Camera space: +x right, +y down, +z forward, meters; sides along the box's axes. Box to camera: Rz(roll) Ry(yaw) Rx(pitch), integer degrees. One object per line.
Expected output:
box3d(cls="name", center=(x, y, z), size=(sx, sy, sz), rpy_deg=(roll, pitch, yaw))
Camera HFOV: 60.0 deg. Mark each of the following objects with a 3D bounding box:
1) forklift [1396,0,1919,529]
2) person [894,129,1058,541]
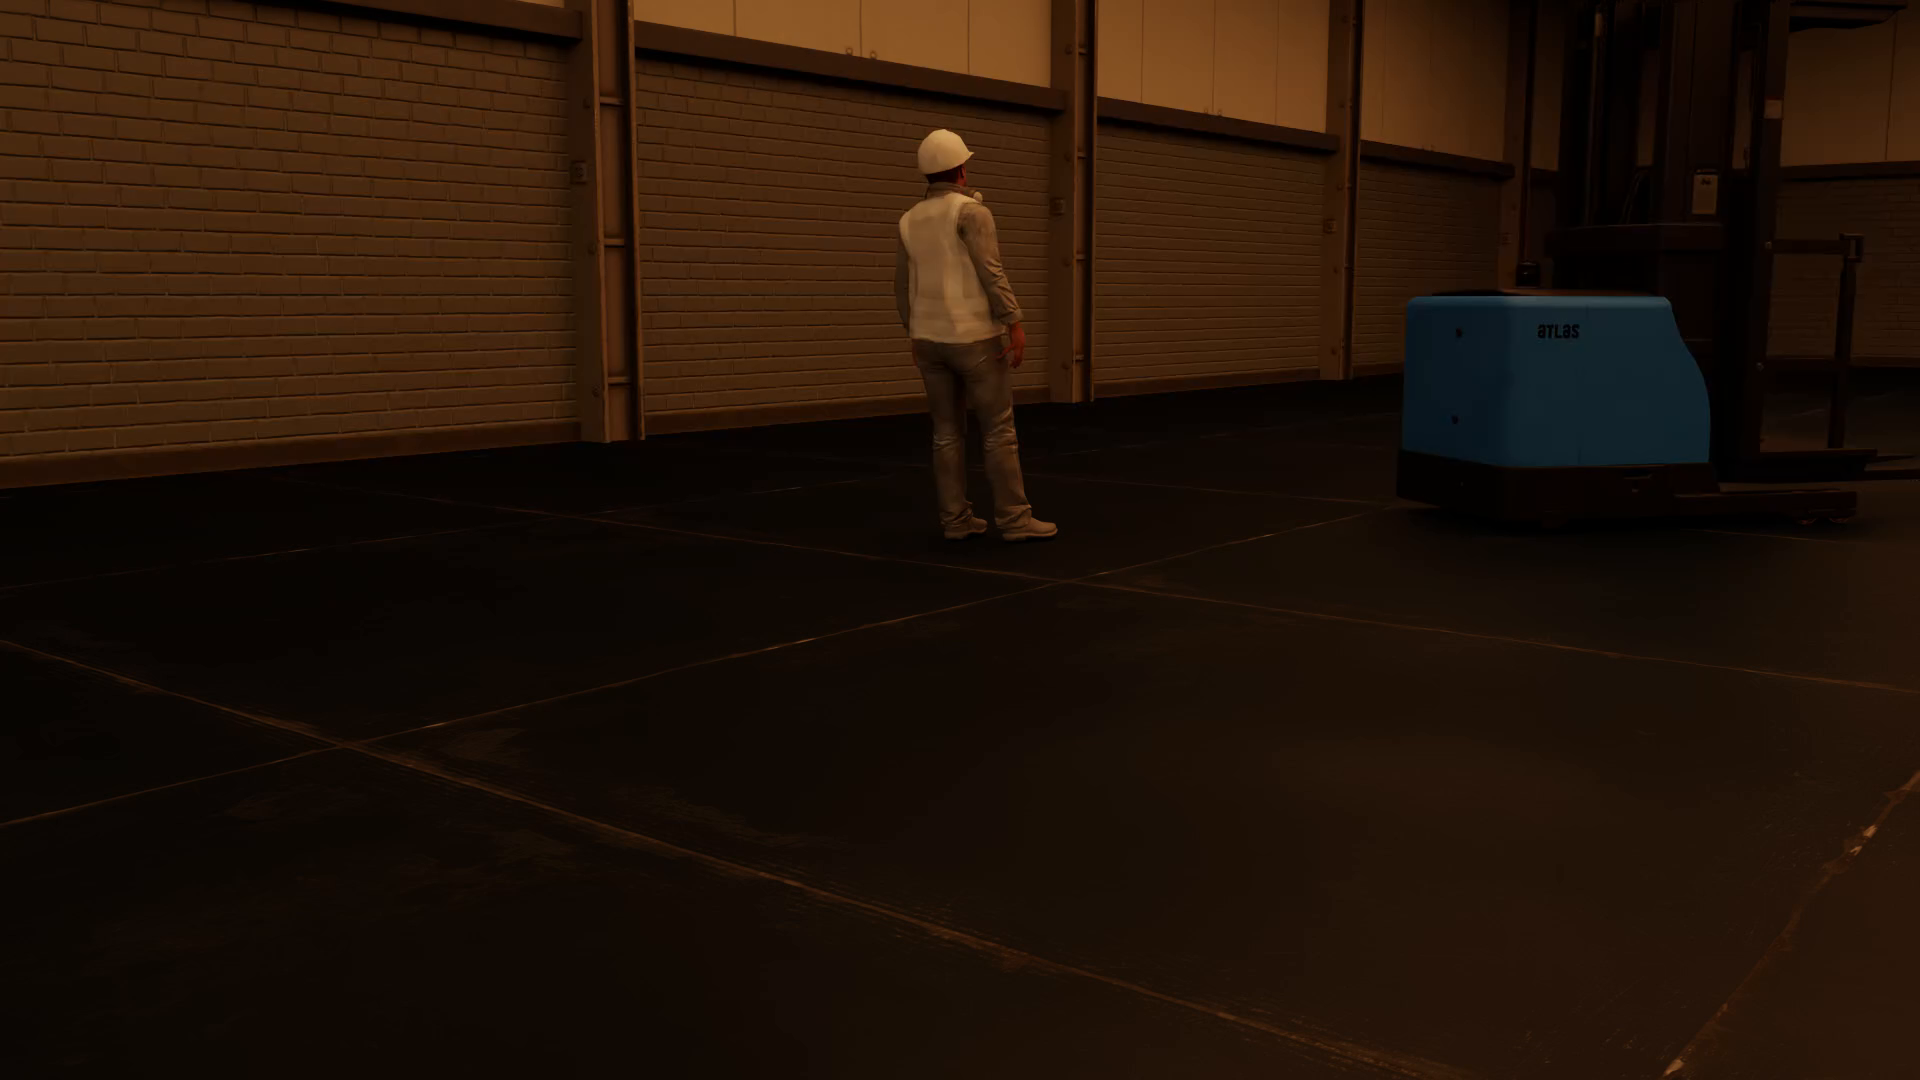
box3d(cls="forklift", center=(3.780, -1.591, 8.153), size=(3.031, 2.935, 1.130), rpy_deg=(-2, 9, -15))
box3d(cls="person", center=(0.045, -0.891, 7.318), size=(0.632, 1.773, 0.568), rpy_deg=(7, 11, 38))
